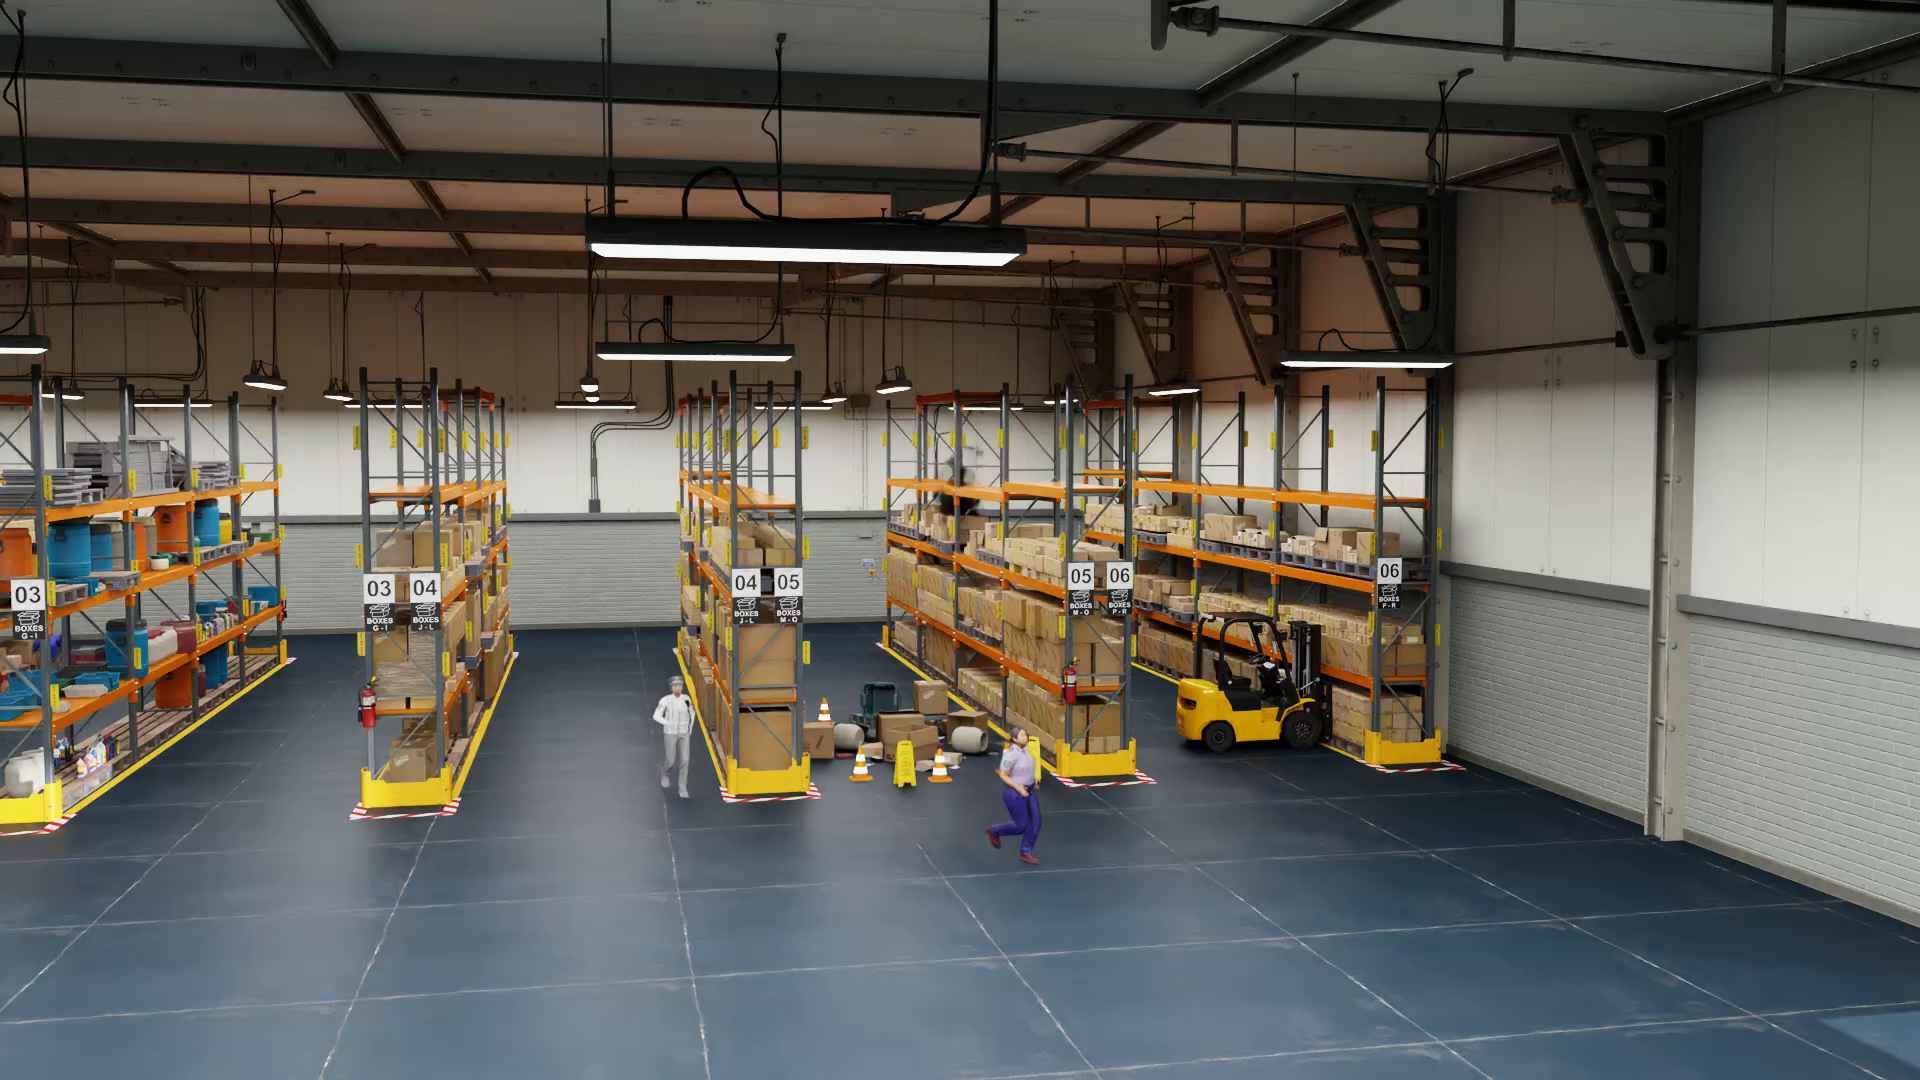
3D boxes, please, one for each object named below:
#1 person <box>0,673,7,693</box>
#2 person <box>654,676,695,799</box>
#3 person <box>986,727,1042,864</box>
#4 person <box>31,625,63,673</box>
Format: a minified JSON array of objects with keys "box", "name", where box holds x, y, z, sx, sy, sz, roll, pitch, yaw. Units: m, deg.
[{"box":[-14.966,2.638,25.426,0.646,1.784,0.807,-1,4,-22],"name":"person"},{"box":[-4.027,2.765,23.561,0.625,1.703,0.765,-1,4,-23],"name":"person"},{"box":[0.671,3.032,19.831,0.685,1.623,0.608,2,4,32],"name":"person"},{"box":[-17.020,2.357,31.071,0.577,1.636,0.711,-2,4,-24],"name":"person"}]
